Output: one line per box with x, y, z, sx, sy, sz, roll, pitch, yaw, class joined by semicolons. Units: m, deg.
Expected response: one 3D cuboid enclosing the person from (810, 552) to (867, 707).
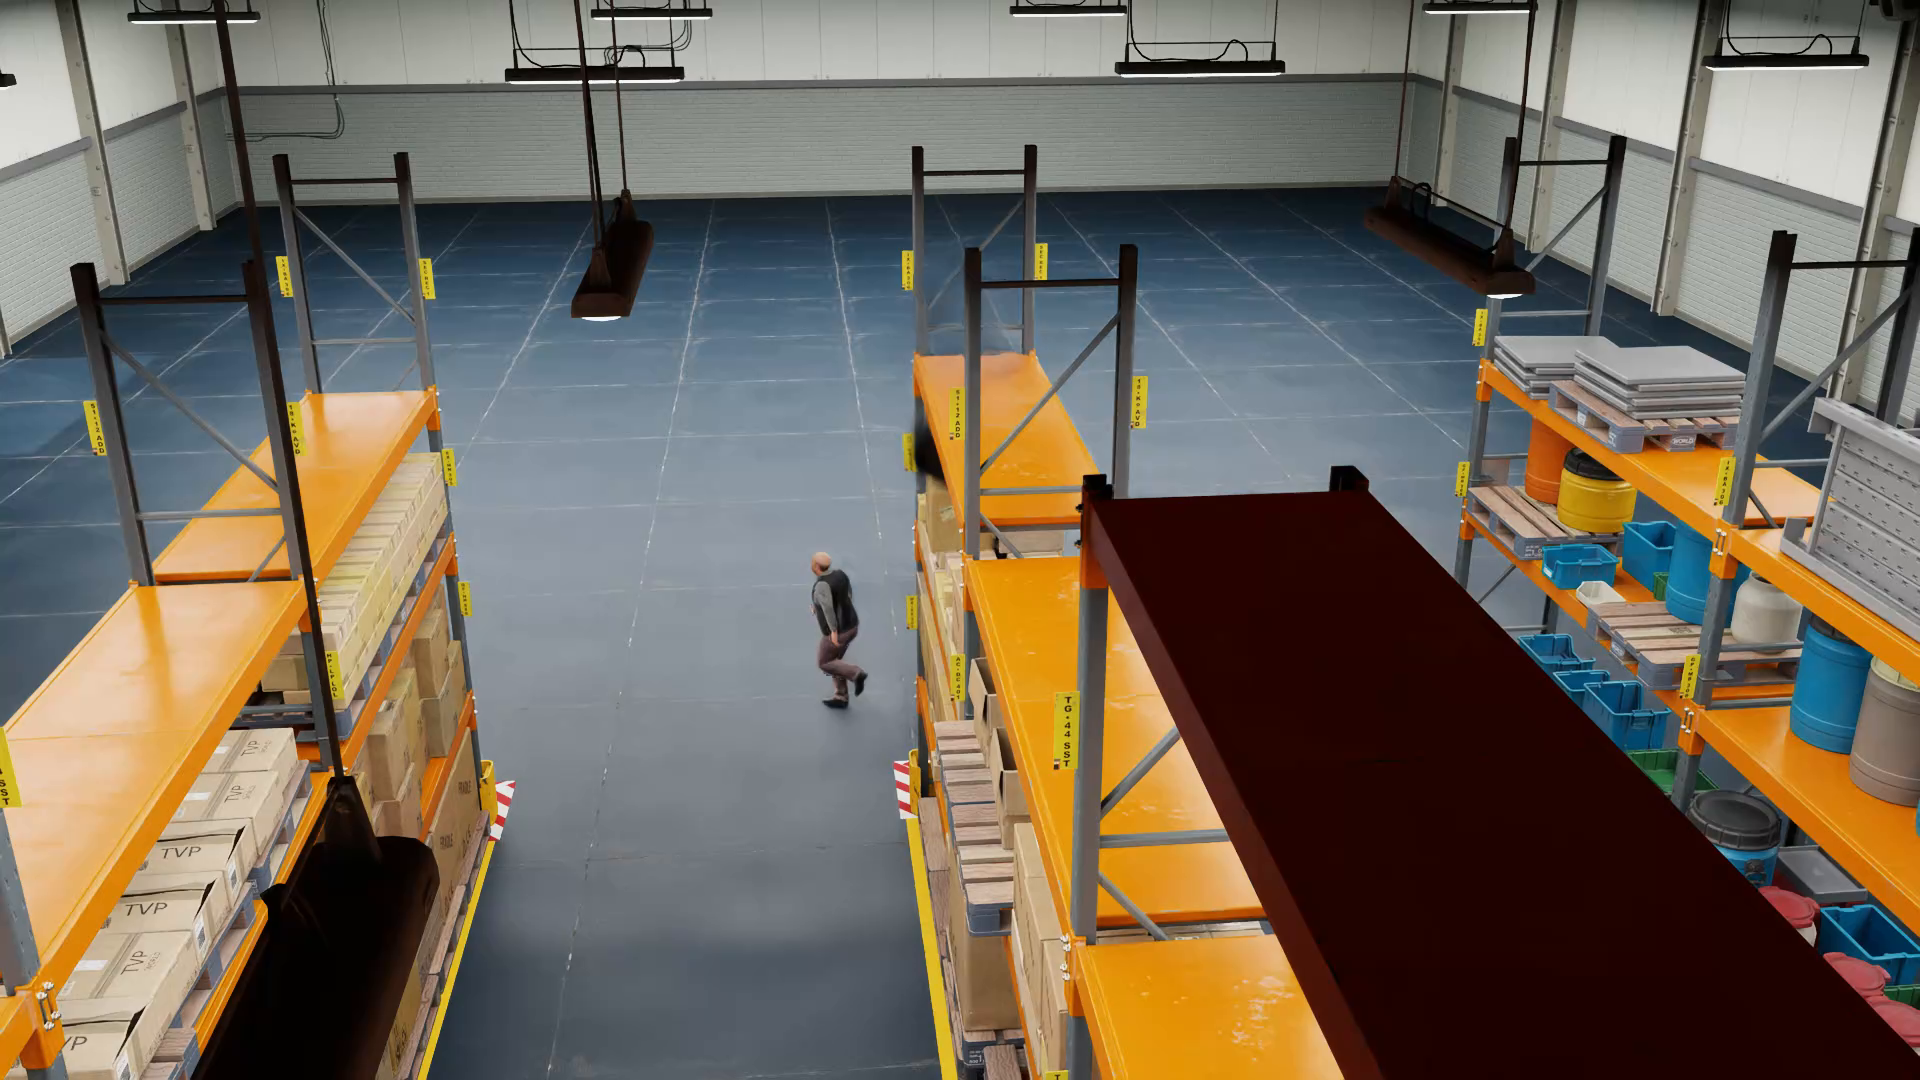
-1.260;0.935;17.049;0.746;1.668;0.646;13;25;29;person
